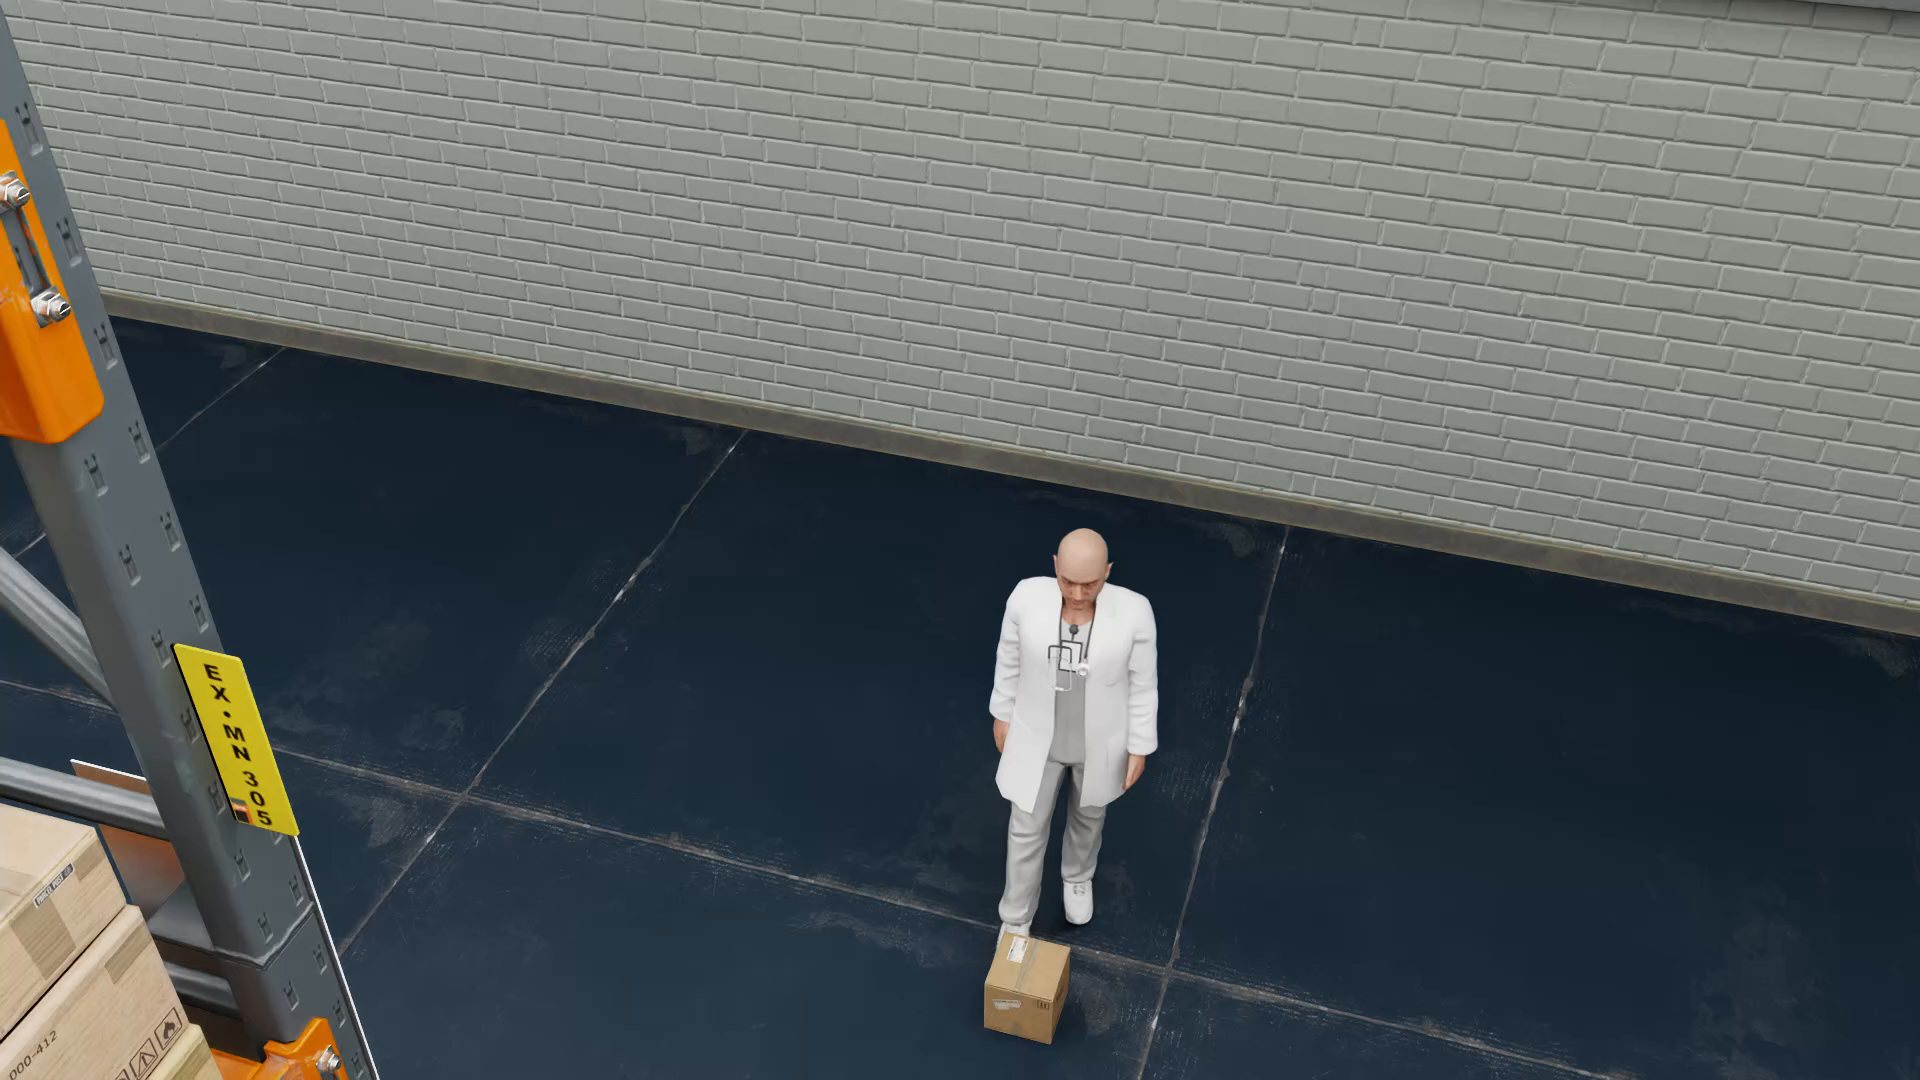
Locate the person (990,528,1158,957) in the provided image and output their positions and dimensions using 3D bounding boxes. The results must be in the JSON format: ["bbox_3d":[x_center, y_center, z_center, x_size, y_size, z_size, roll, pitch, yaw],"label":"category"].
[{"bbox_3d":[0.386,0.749,5.879,0.615,1.776,0.666,5,37,7],"label":"person"}]
